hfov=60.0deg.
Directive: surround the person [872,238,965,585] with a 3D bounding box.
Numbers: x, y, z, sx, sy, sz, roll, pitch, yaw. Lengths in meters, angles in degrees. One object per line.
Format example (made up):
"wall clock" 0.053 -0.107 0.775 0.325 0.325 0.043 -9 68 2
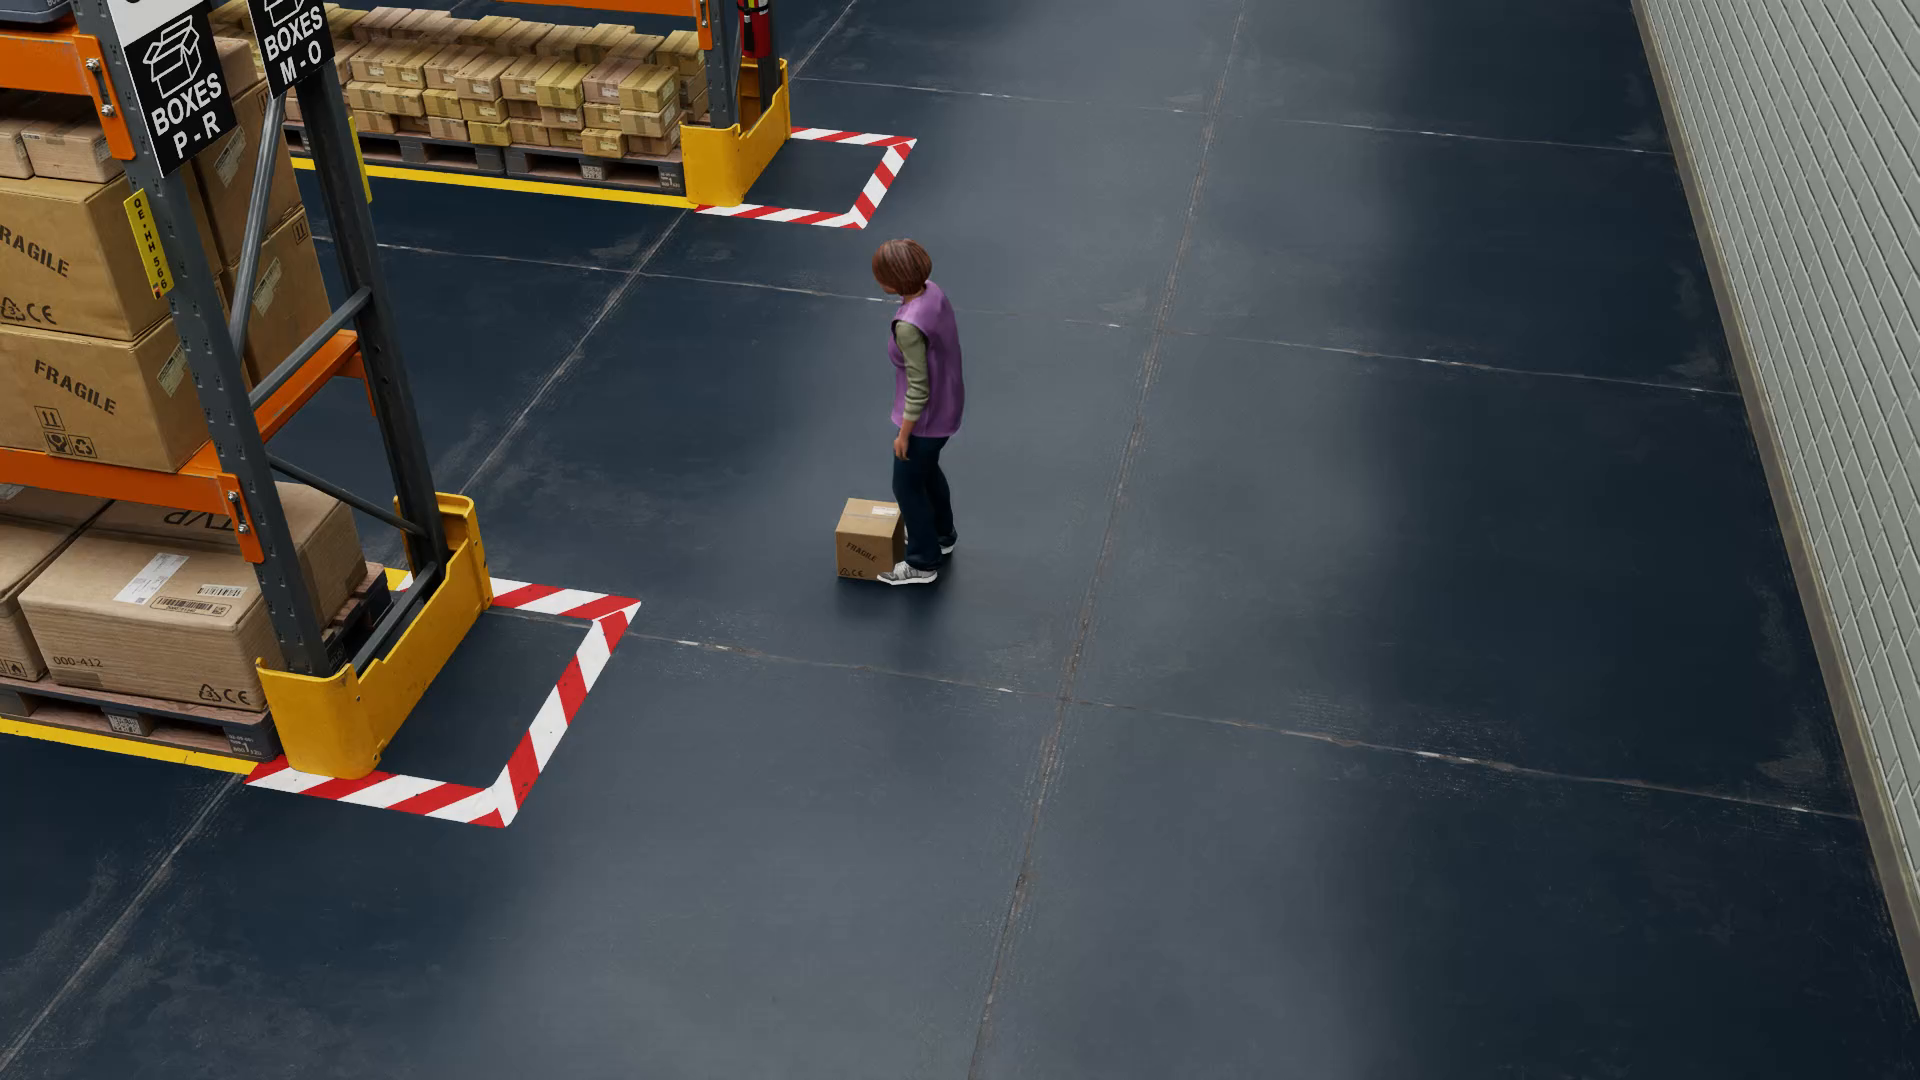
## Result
"person" -0.168 -0.507 6.839 0.365 1.581 0.465 7 38 10
